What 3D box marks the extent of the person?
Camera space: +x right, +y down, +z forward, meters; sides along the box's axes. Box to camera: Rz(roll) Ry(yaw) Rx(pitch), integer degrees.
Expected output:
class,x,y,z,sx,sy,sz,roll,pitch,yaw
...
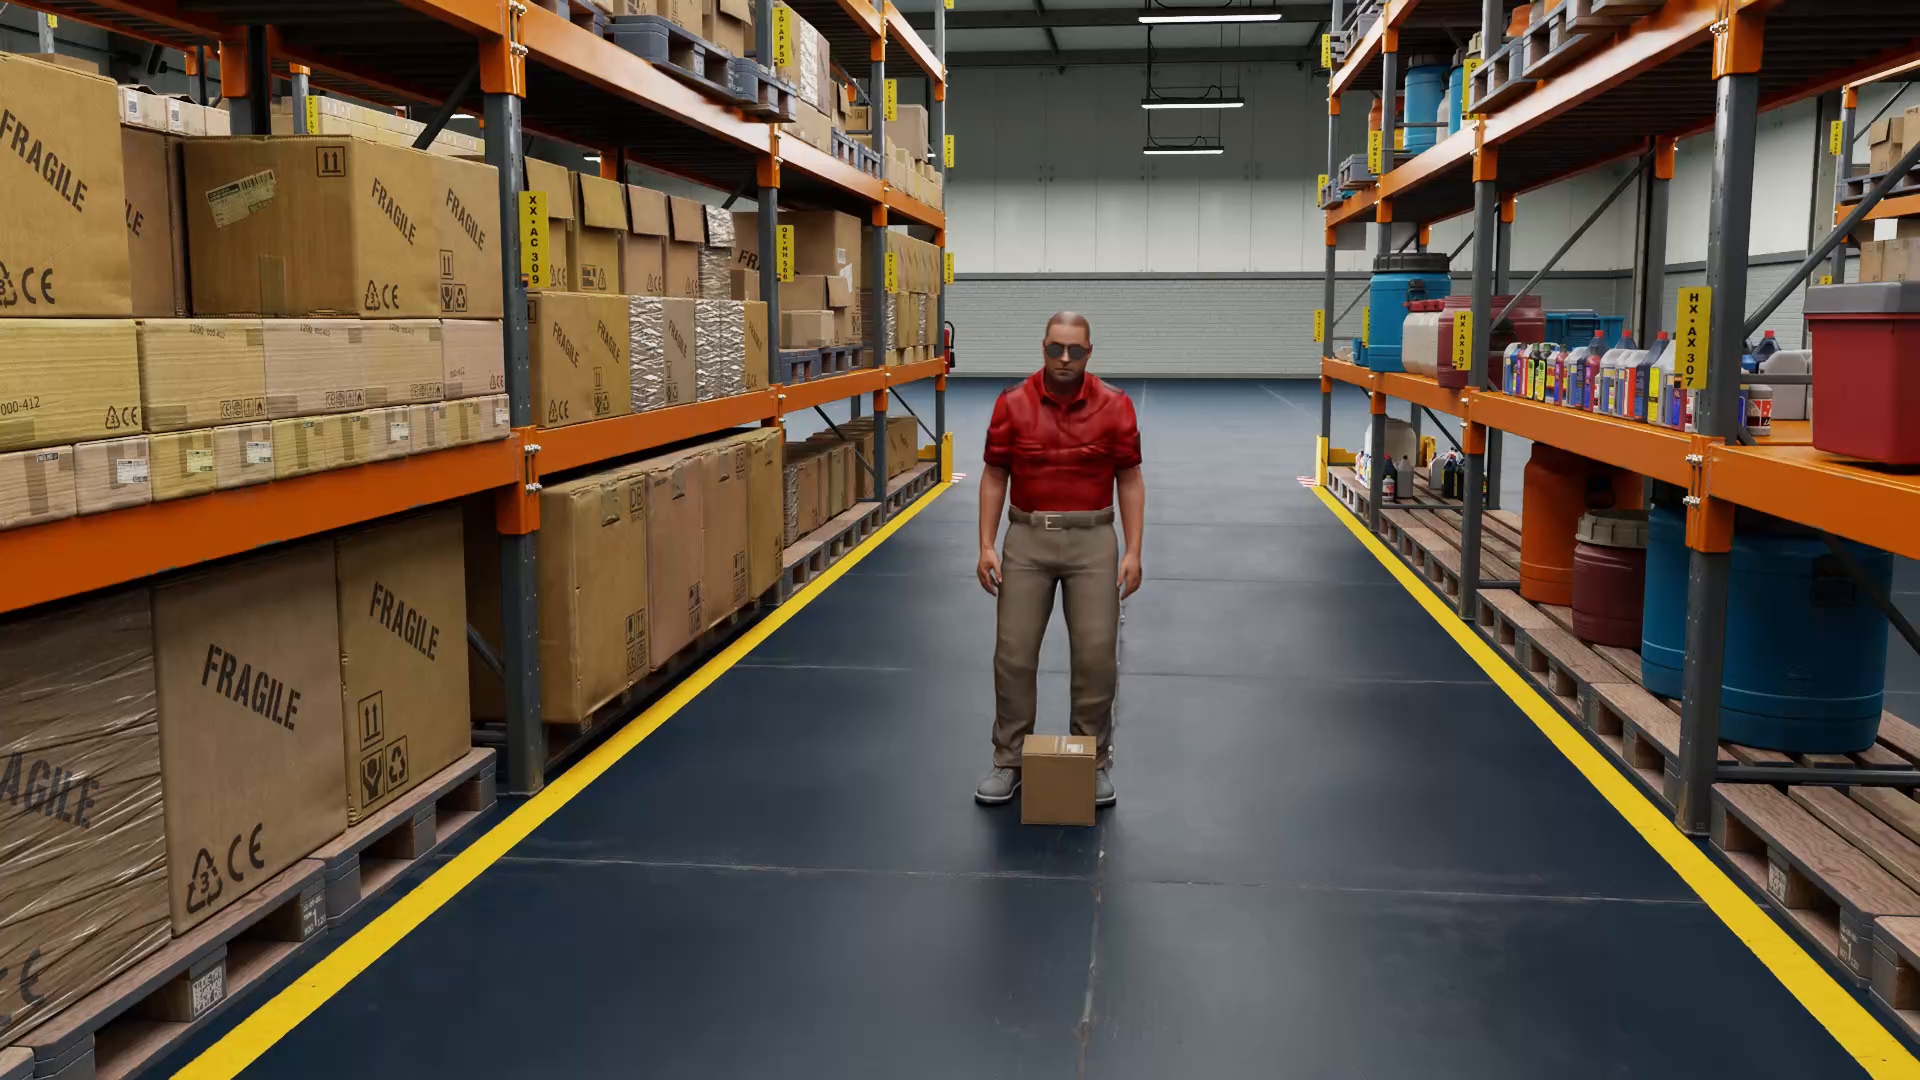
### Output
class,x,y,z,sx,sy,sz,roll,pitch,yaw
person,0.356,0.059,5.894,0.588,1.726,0.389,1,8,6
